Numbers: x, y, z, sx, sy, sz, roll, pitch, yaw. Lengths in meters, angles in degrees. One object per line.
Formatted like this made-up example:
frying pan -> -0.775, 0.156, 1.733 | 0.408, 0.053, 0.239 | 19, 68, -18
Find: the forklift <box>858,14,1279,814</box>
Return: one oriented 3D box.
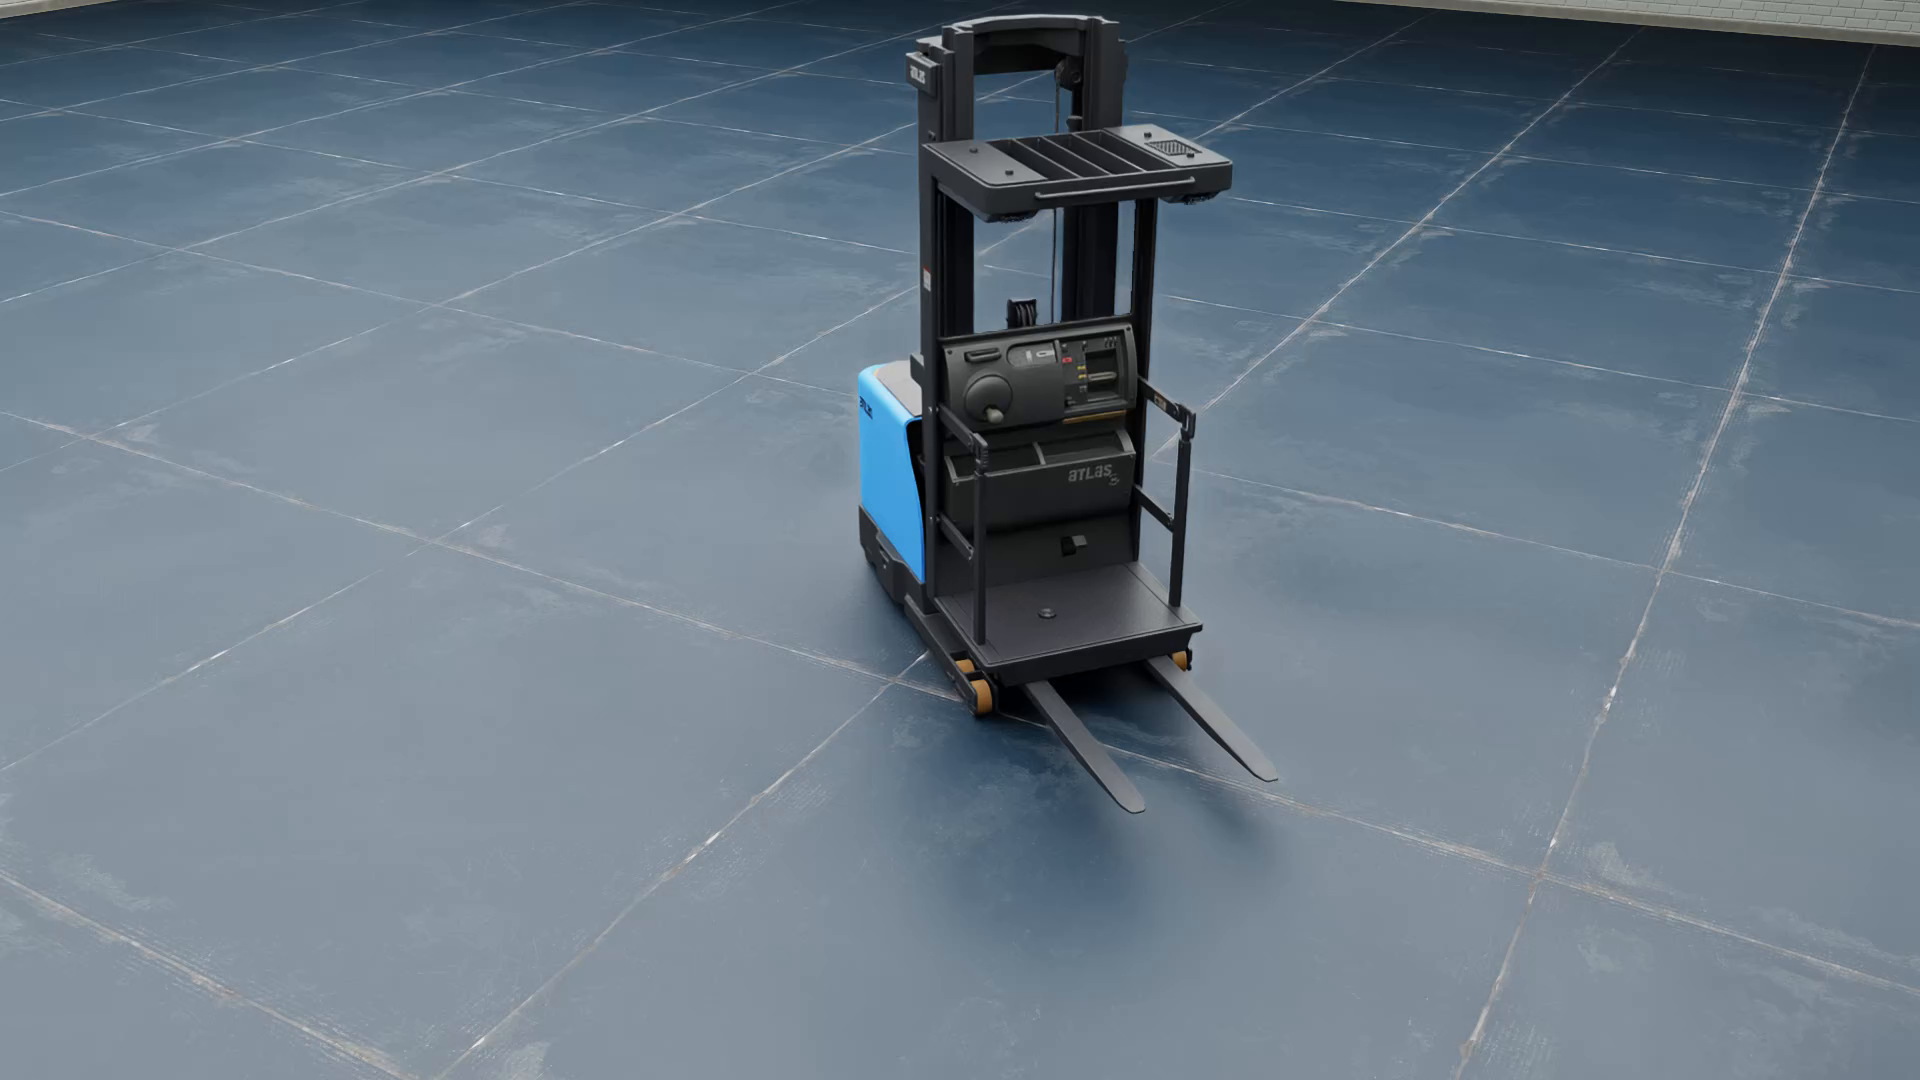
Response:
forklift -> 0.454, -0.715, 7.404 | 1.130, 2.935, 3.031 | -10, 28, -19
